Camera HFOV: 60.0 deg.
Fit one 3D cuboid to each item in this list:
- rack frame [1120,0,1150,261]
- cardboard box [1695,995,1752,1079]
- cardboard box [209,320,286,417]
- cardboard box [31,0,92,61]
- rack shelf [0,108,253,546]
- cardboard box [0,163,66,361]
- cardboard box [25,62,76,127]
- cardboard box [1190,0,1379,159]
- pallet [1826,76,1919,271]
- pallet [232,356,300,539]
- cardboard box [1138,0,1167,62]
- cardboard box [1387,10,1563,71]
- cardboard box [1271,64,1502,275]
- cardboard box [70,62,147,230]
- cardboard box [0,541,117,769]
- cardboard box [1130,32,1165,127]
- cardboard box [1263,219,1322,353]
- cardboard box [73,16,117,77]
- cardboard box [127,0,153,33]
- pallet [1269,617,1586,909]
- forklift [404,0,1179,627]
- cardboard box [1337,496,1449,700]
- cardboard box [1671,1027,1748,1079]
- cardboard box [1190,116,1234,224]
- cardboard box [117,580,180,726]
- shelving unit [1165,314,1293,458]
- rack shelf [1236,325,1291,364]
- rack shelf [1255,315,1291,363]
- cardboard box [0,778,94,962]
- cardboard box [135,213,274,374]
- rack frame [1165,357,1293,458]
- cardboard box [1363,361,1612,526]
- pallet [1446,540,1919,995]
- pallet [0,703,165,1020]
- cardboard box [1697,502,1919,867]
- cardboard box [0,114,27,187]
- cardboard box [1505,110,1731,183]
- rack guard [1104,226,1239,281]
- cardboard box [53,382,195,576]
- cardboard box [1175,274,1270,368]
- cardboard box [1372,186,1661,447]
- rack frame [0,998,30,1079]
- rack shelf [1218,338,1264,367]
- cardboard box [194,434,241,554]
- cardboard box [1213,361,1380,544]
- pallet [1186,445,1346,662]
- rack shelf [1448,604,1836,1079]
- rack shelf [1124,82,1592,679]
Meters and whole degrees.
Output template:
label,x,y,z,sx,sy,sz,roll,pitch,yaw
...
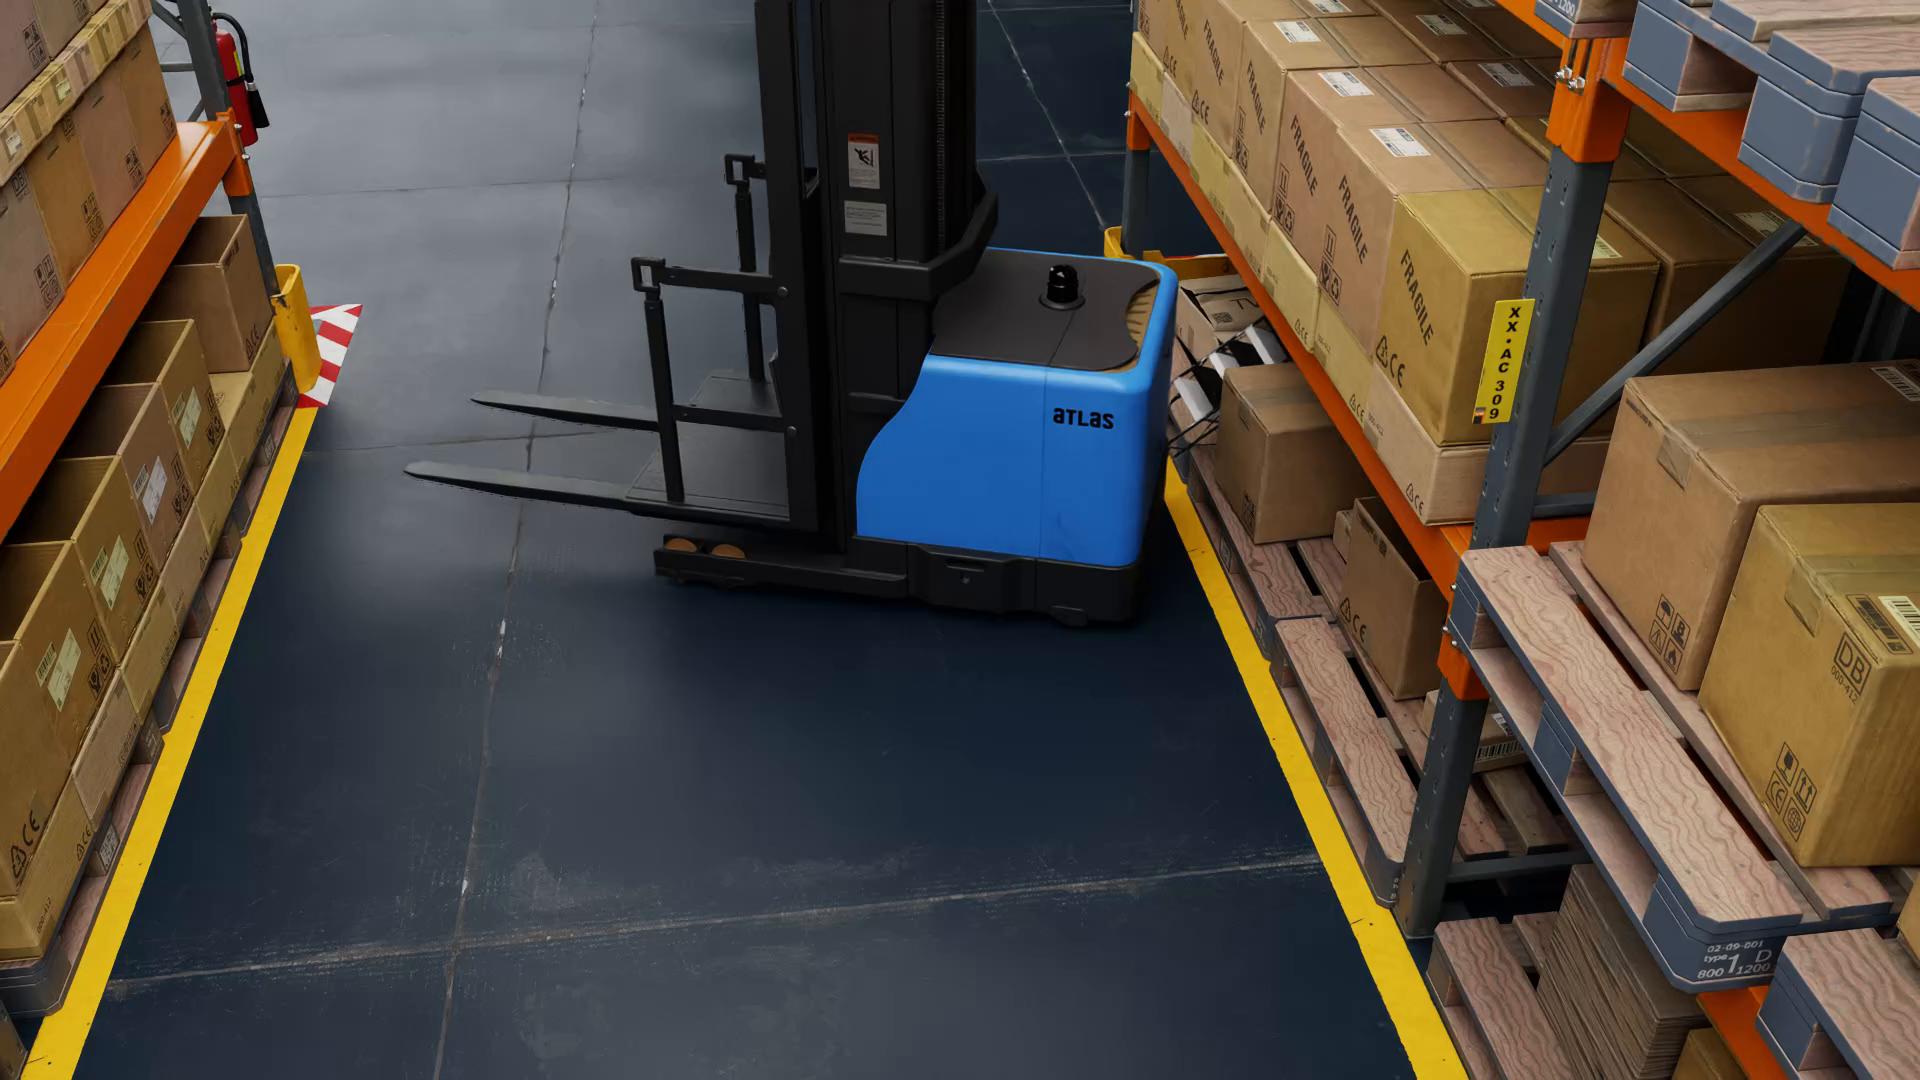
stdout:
label,x,y,z,sx,sy,sz,roll,pitch,yaw
rack frame,1.286,-2.339,7.519,1.000,3.000,0.127,-4,35,-6
cardboard box,2.002,1.089,3.651,0.500,0.250,0.500,-5,35,-7
cardboard box,-3.257,-0.722,7.215,0.500,0.250,0.500,-4,35,-6
cardboard box,-3.489,-1.955,5.715,0.700,0.500,0.500,-5,35,-8
rack shelf,-3.353,-0.548,5.530,1.077,0.370,4.000,-4,35,-6
cardboard box,-3.361,-0.878,5.286,0.700,0.500,0.500,-3,34,-5
cardboard box,-3.244,-1.497,5.618,0.380,0.149,0.250,-3,34,-5
cardboard box,1.172,-1.741,6.090,0.500,0.500,0.500,-5,35,-8
pallet,1.944,-0.338,2.085,1.213,0.211,1.003,-4,35,-6
pallet,-3.478,-0.386,7.129,1.003,0.211,1.213,-4,35,-6
cardboard box,1.052,-2.306,6.920,0.500,0.500,0.500,-4,35,-6
cardboard box,1.759,-1.497,5.733,0.500,0.500,0.500,-4,34,-6
cardboard box,1.324,-1.163,5.243,0.500,0.500,0.500,-5,35,-8
cardboard box,-3.497,-1.449,6.124,0.700,0.500,0.500,-4,34,-5
cardboard box,-2.911,0.362,4.958,0.500,0.500,0.500,-4,35,-6
cardboard box,1.037,-1.989,7.120,0.500,0.250,0.500,-5,35,-8
cardboard box,1.318,-0.853,5.453,0.500,0.250,0.500,-5,35,-7
cardboard box,-3.311,-1.784,6.039,0.380,0.149,0.250,-5,35,-7
cardboard box,-3.382,-2.072,6.463,0.380,0.149,0.250,-5,35,-7
pallet,1.698,0.673,5.575,1.003,0.211,1.213,-4,35,-6
forklift,-0.717,-1.307,6.066,3.031,2.935,1.130,7,35,10
cardboard box,1.645,0.168,5.669,0.500,0.500,0.500,-7,35,-10
cardboard box,2.059,1.438,3.805,0.700,0.500,0.500,-5,35,-7
cardboard box,1.183,-1.416,6.279,0.500,0.250,0.500,-5,35,-7
cardboard box,-2.971,0.393,5.579,0.500,0.250,0.500,-4,35,-6
shelving unit,1.125,-0.670,6.723,0.258,0.900,0.210,0,59,-59
rack shelf,1.232,-0.746,6.659,0.258,0.077,0.200,0,59,-59
rack shelf,1.298,-0.793,6.619,0.258,0.077,0.200,0,59,-59
cardboard box,-2.846,0.951,4.759,0.500,0.250,0.500,-4,35,-6
cardboard box,-3.255,-1.032,7.004,0.500,0.500,0.500,-4,35,-6
rack frame,1.170,-0.583,6.696,0.240,0.900,0.006,0,59,-59
cardboard box,1.460,-0.295,4.634,0.500,0.250,0.500,-4,35,-6
pallet,1.782,0.410,3.655,1.003,0.211,1.213,-4,35,-6
pallet,-3.150,0.976,5.131,1.003,0.211,1.213,-4,35,-6
cardboard box,1.927,0.269,3.212,0.700,0.500,0.500,-1,34,-1
cardboard box,-3.171,-1.207,5.193,0.380,0.149,0.250,-5,35,-7
cardboard box,1.902,-0.930,4.901,0.500,0.500,0.500,-5,35,-7
rack guard,1.296,-1.264,8.160,1.175,0.500,0.348,-4,35,-6
cardboard box,-3.040,-0.196,5.777,0.500,0.500,0.500,-4,35,-6
cardboard box,1.290,-1.017,7.575,0.500,0.311,0.500,-8,35,-12
cardboard box,1.454,-0.603,4.421,0.500,0.500,0.500,-4,35,-6
rack frame,-3.084,0.270,3.690,1.000,3.000,0.127,-4,35,-6
rack shelf,1.166,-0.699,6.698,0.258,0.077,0.200,0,59,-59
cardboard box,-3.109,-0.165,6.398,0.500,0.250,0.500,-4,35,-6
cardboard box,1.416,-0.364,6.449,0.700,0.500,0.500,-6,35,-9
pallet,1.531,-0.009,6.576,1.003,0.211,1.213,-4,35,-6
rack shelf,2.093,1.306,2.808,1.077,0.370,4.000,-4,35,-6
rack shelf,1.555,-0.926,6.084,1.077,0.370,4.000,-4,35,-6
